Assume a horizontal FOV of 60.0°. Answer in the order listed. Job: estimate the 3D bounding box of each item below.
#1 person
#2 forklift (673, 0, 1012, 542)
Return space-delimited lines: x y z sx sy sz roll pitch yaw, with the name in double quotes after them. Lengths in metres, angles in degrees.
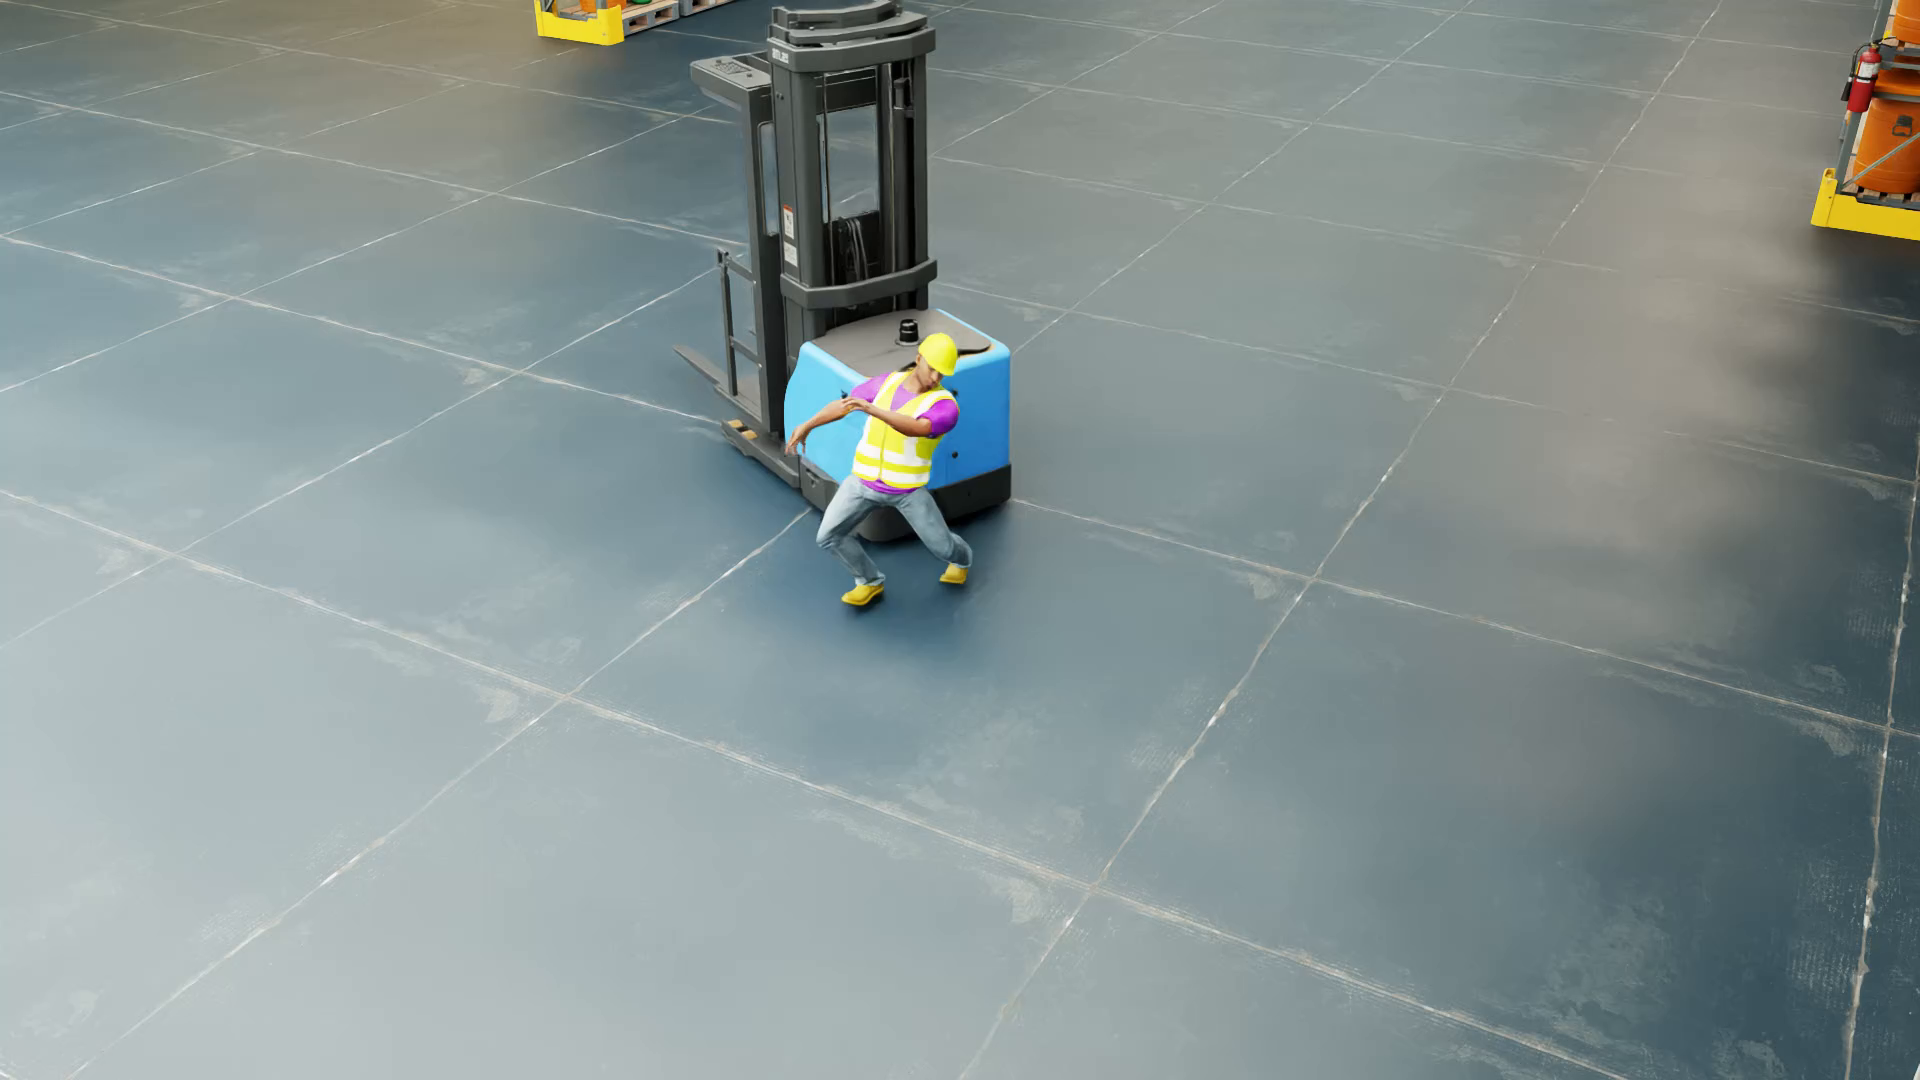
-0.469 -0.367 9.049 0.972 1.518 0.800 10 31 17 "person"
-0.933 -1.946 10.443 1.130 2.935 3.031 -19 35 -29 "forklift"
